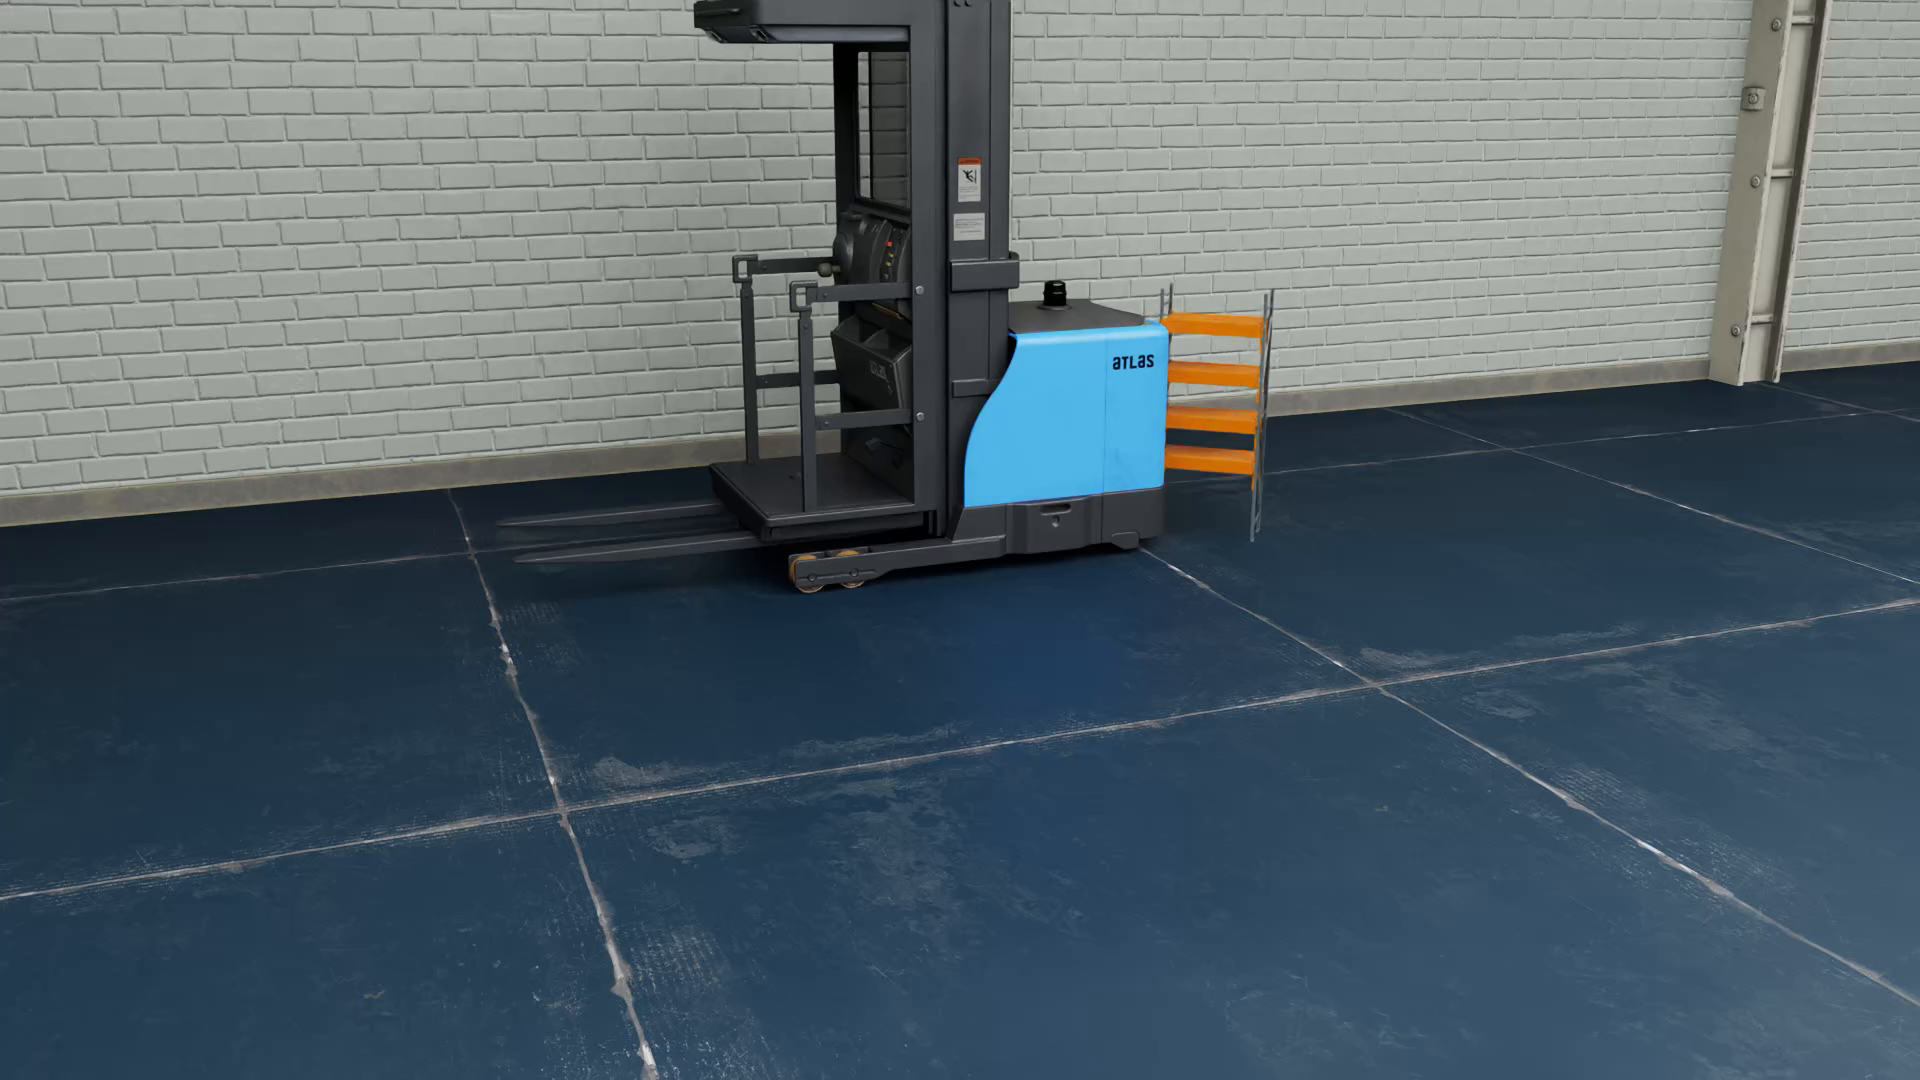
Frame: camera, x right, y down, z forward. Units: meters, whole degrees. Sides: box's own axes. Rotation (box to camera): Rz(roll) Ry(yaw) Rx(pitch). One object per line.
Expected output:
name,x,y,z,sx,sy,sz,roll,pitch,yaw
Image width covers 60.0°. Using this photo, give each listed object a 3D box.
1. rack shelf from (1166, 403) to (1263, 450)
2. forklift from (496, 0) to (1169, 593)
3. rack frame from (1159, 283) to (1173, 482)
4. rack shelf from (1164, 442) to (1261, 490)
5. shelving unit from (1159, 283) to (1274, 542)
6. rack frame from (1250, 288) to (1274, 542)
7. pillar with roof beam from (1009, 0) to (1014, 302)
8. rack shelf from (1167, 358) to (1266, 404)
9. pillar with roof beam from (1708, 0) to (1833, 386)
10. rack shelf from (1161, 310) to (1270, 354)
rack shelf,1.219,-0.555,8.085,0.480,0.148,0.258,6,17,17
forklift,-0.587,-1.342,7.465,3.031,2.935,1.130,-6,17,-20
rack frame,0.988,-0.642,8.138,0.015,1.200,0.240,6,17,17
rack shelf,1.217,-0.364,8.139,0.480,0.148,0.258,6,17,17
shelving unit,1.220,-0.619,8.067,0.503,1.200,0.258,6,17,17
rack frame,1.452,-0.597,7.995,0.015,1.200,0.240,6,17,17
pillar with roof beam,1.602,-3.739,4.859,0.400,9.000,9.100,-6,17,-20
rack shelf,1.221,-0.770,8.024,0.480,0.148,0.258,6,17,17
pillar with roof beam,7.205,-4.344,6.919,0.400,9.000,9.100,-6,17,-20
rack shelf,1.224,-0.997,7.959,0.480,0.148,0.258,6,17,17
